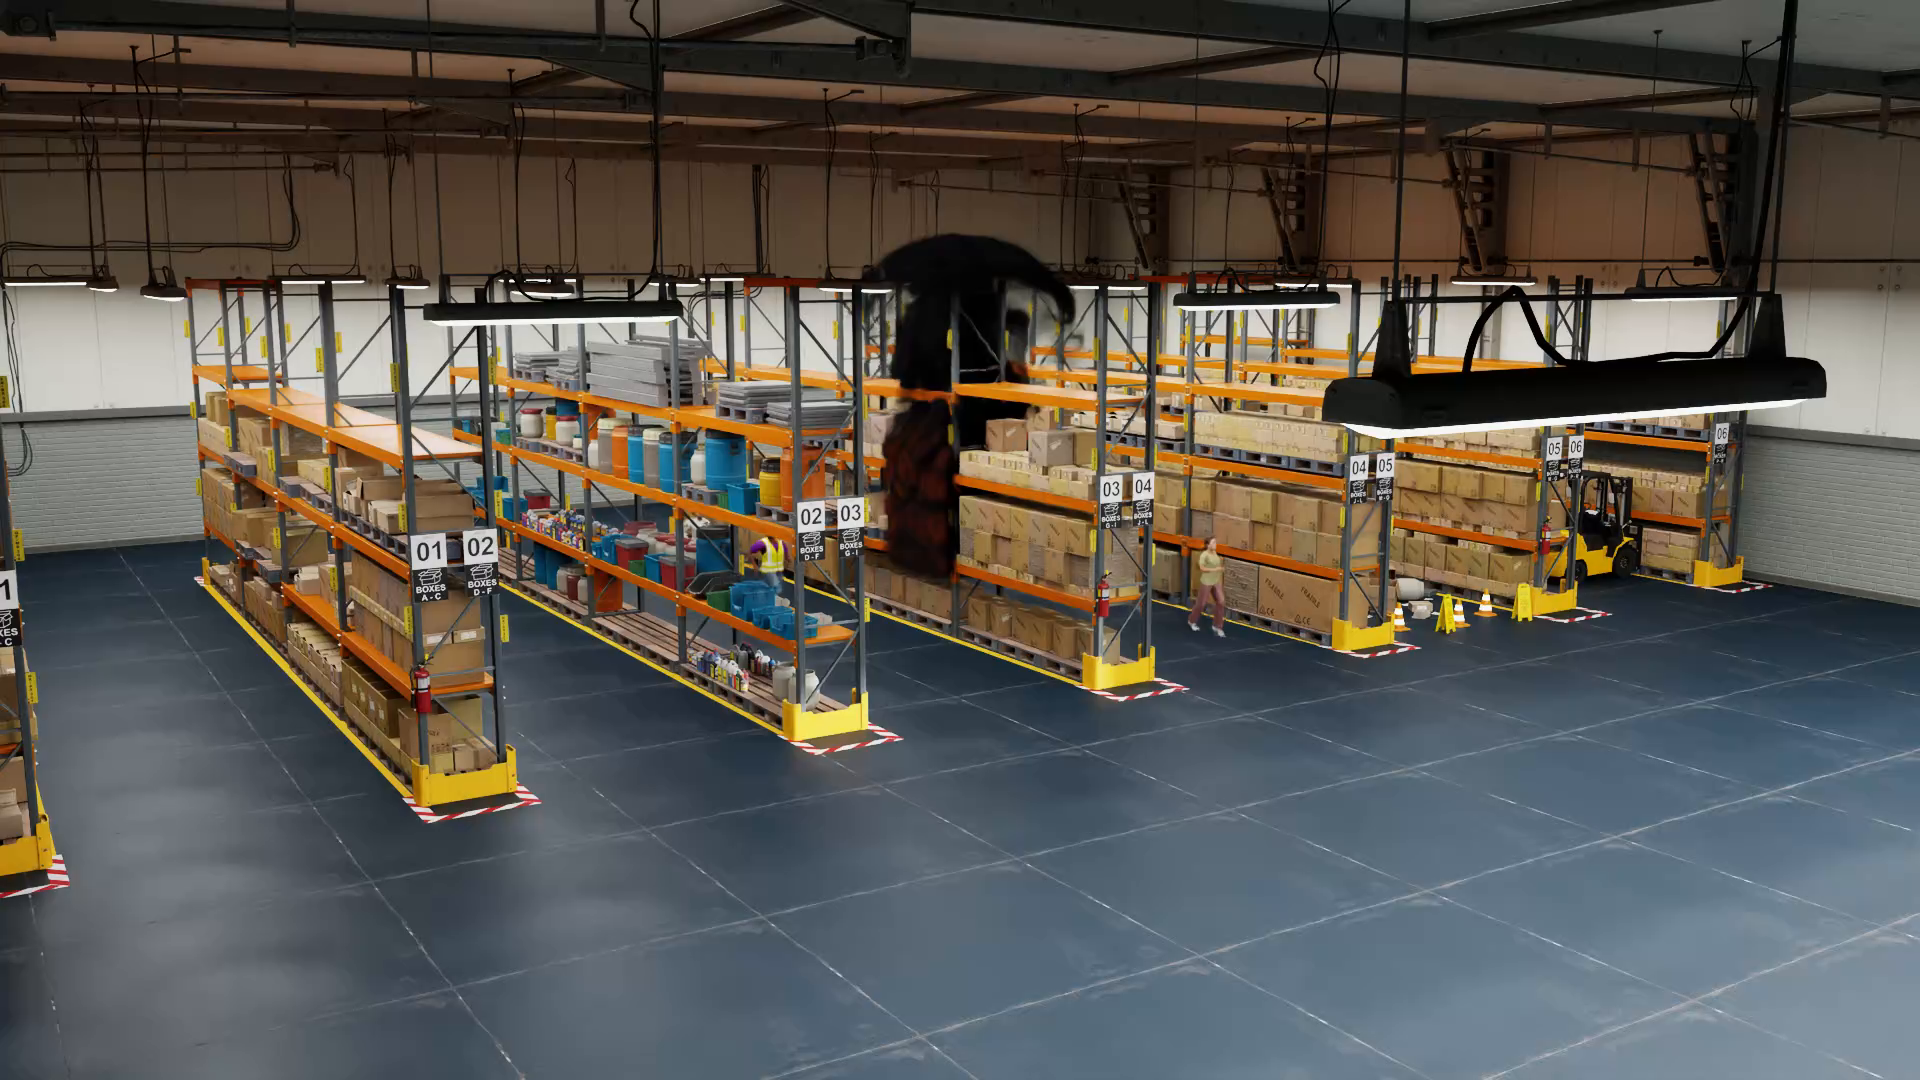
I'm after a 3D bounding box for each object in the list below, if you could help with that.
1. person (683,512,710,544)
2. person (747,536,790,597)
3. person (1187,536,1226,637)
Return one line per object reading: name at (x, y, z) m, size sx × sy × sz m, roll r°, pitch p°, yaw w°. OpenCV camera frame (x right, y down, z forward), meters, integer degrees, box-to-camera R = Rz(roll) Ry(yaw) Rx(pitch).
person at (-5.017, 0.098, 31.893) m, size 0.619 × 1.609 × 0.688 m, roll -8°, pitch 13°, yaw -40°
person at (-3.285, 0.602, 29.277) m, size 0.720 × 1.745 × 0.672 m, roll 9°, pitch 13°, yaw 42°
person at (4.208, 0.780, 28.329) m, size 0.564 × 1.738 × 0.780 m, roll -8°, pitch 12°, yaw -39°
